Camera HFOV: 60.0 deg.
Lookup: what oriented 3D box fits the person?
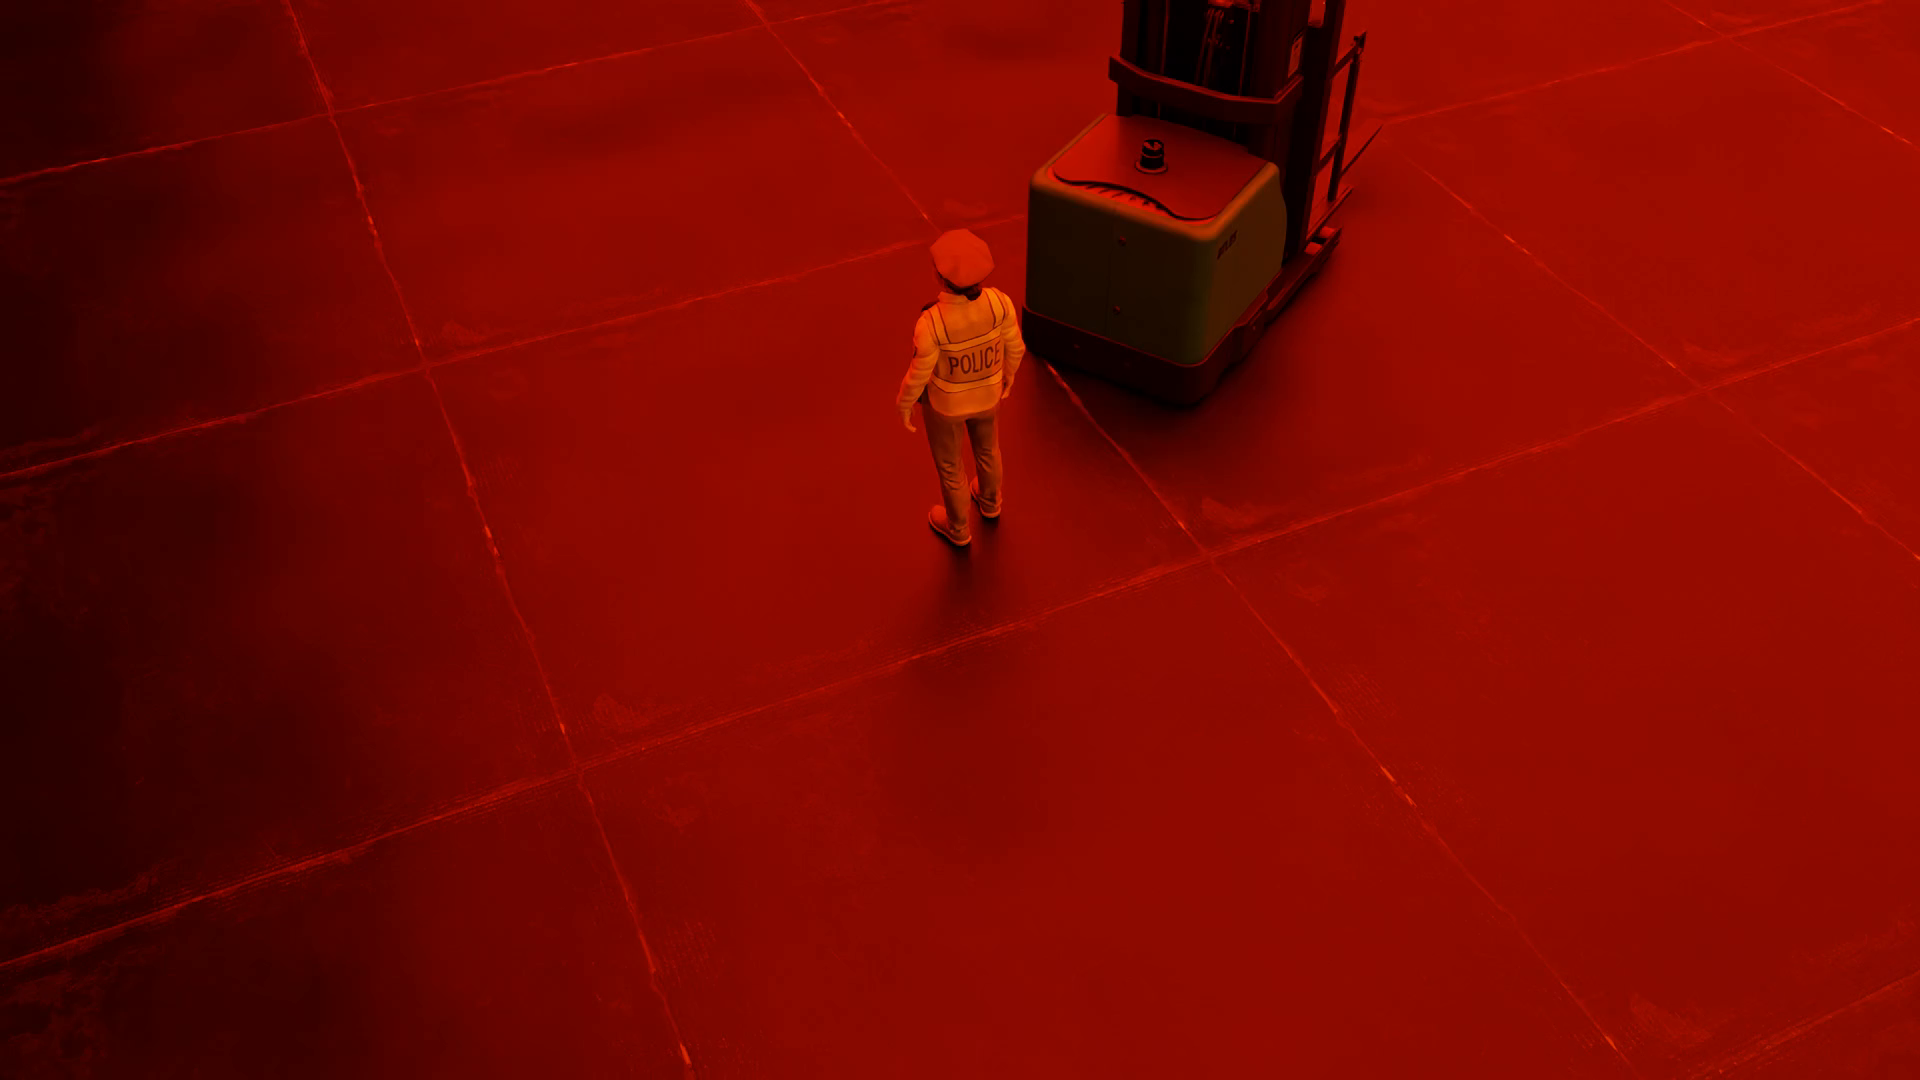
[{"bbox_3d":[-0.022,-0.669,7.293,0.586,1.694,0.532,-18,46,-18],"label":"person"}]

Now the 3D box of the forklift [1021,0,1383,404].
[{"bbox_3d":[1.531,-2.749,8.625,1.130,2.935,3.031,23,48,23],"label":"forklift"}]
